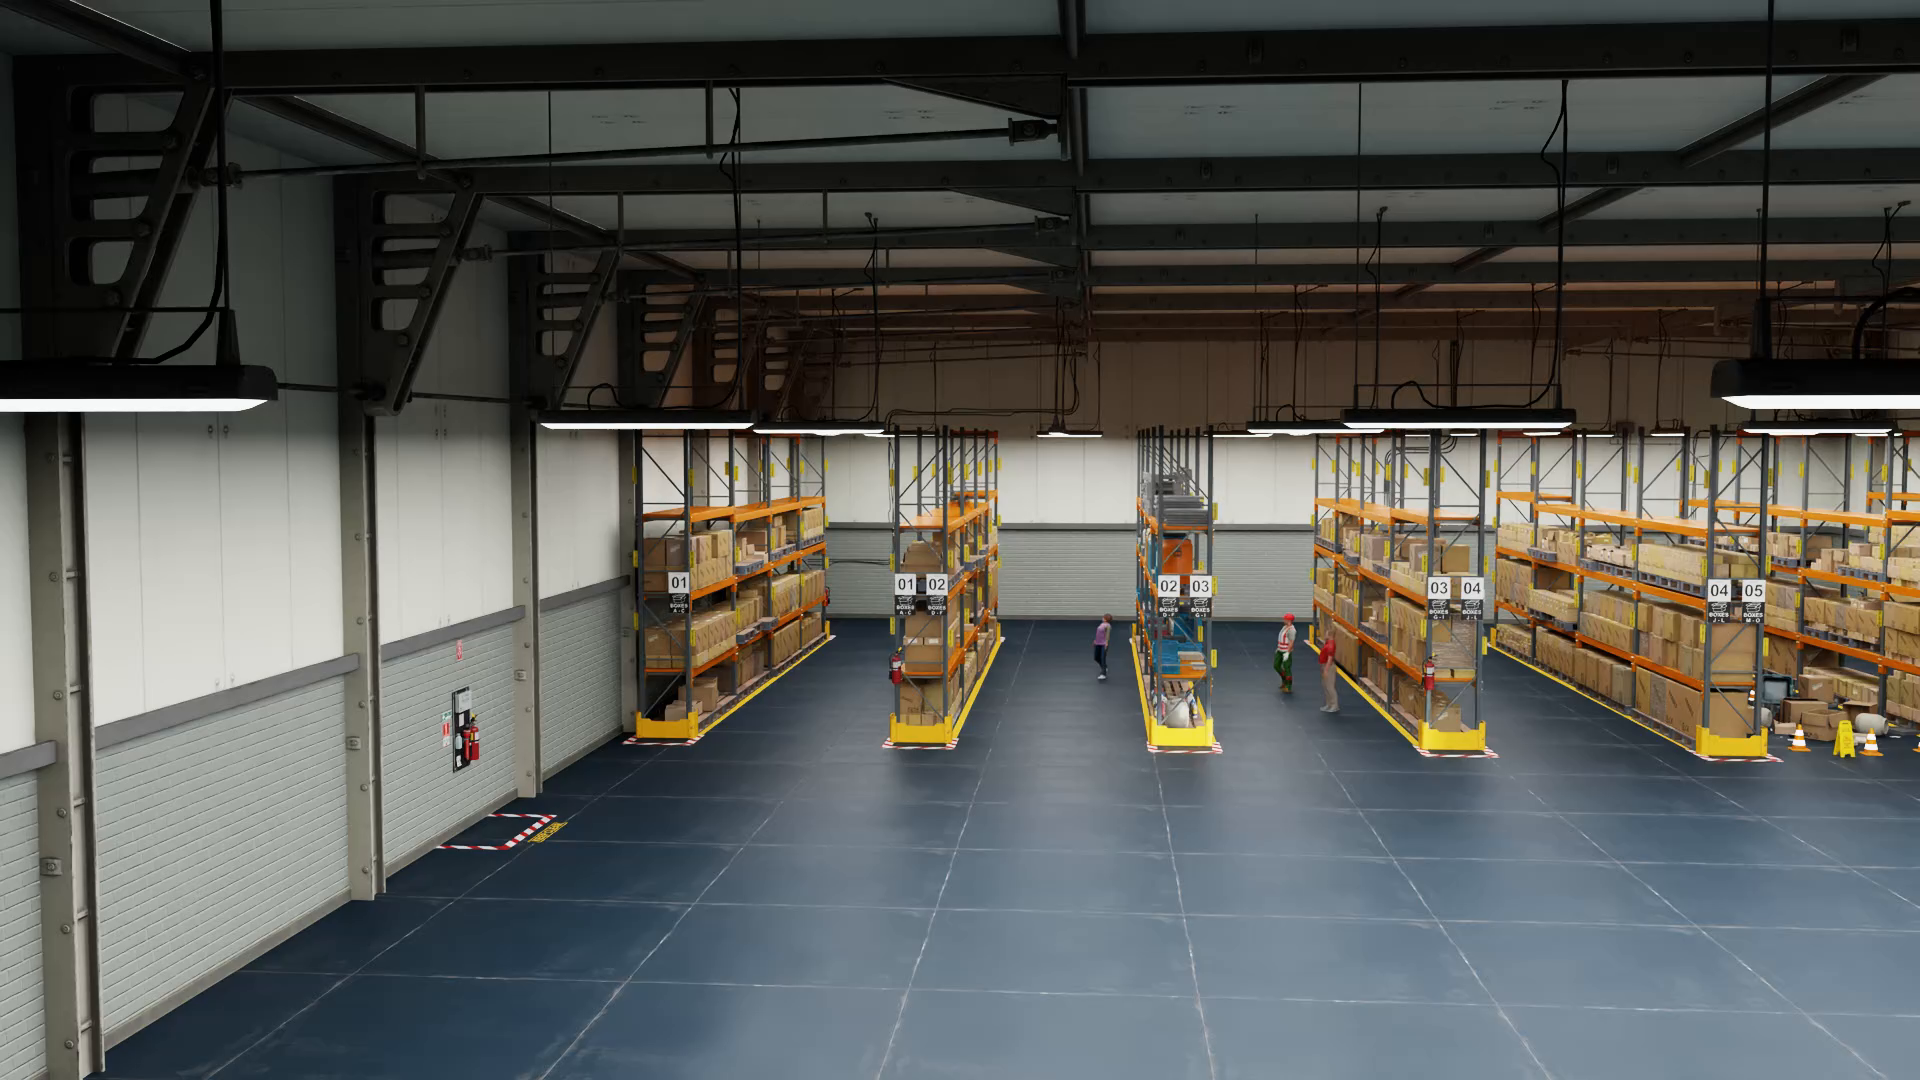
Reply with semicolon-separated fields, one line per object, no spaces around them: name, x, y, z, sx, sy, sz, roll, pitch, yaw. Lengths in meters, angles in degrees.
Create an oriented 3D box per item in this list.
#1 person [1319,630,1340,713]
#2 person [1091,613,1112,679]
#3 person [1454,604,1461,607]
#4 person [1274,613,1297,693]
person;7.782;2.760;35.121;0.416;1.738;0.613;0;3;-6
person;3.422;2.536;40.053;0.678;1.559;0.497;-3;5;-41
person;14.052;2.040;46.985;0.984;1.711;0.586;-1;4;-22
person;7.403;2.551;37.841;0.455;1.786;0.649;-1;4;-22
